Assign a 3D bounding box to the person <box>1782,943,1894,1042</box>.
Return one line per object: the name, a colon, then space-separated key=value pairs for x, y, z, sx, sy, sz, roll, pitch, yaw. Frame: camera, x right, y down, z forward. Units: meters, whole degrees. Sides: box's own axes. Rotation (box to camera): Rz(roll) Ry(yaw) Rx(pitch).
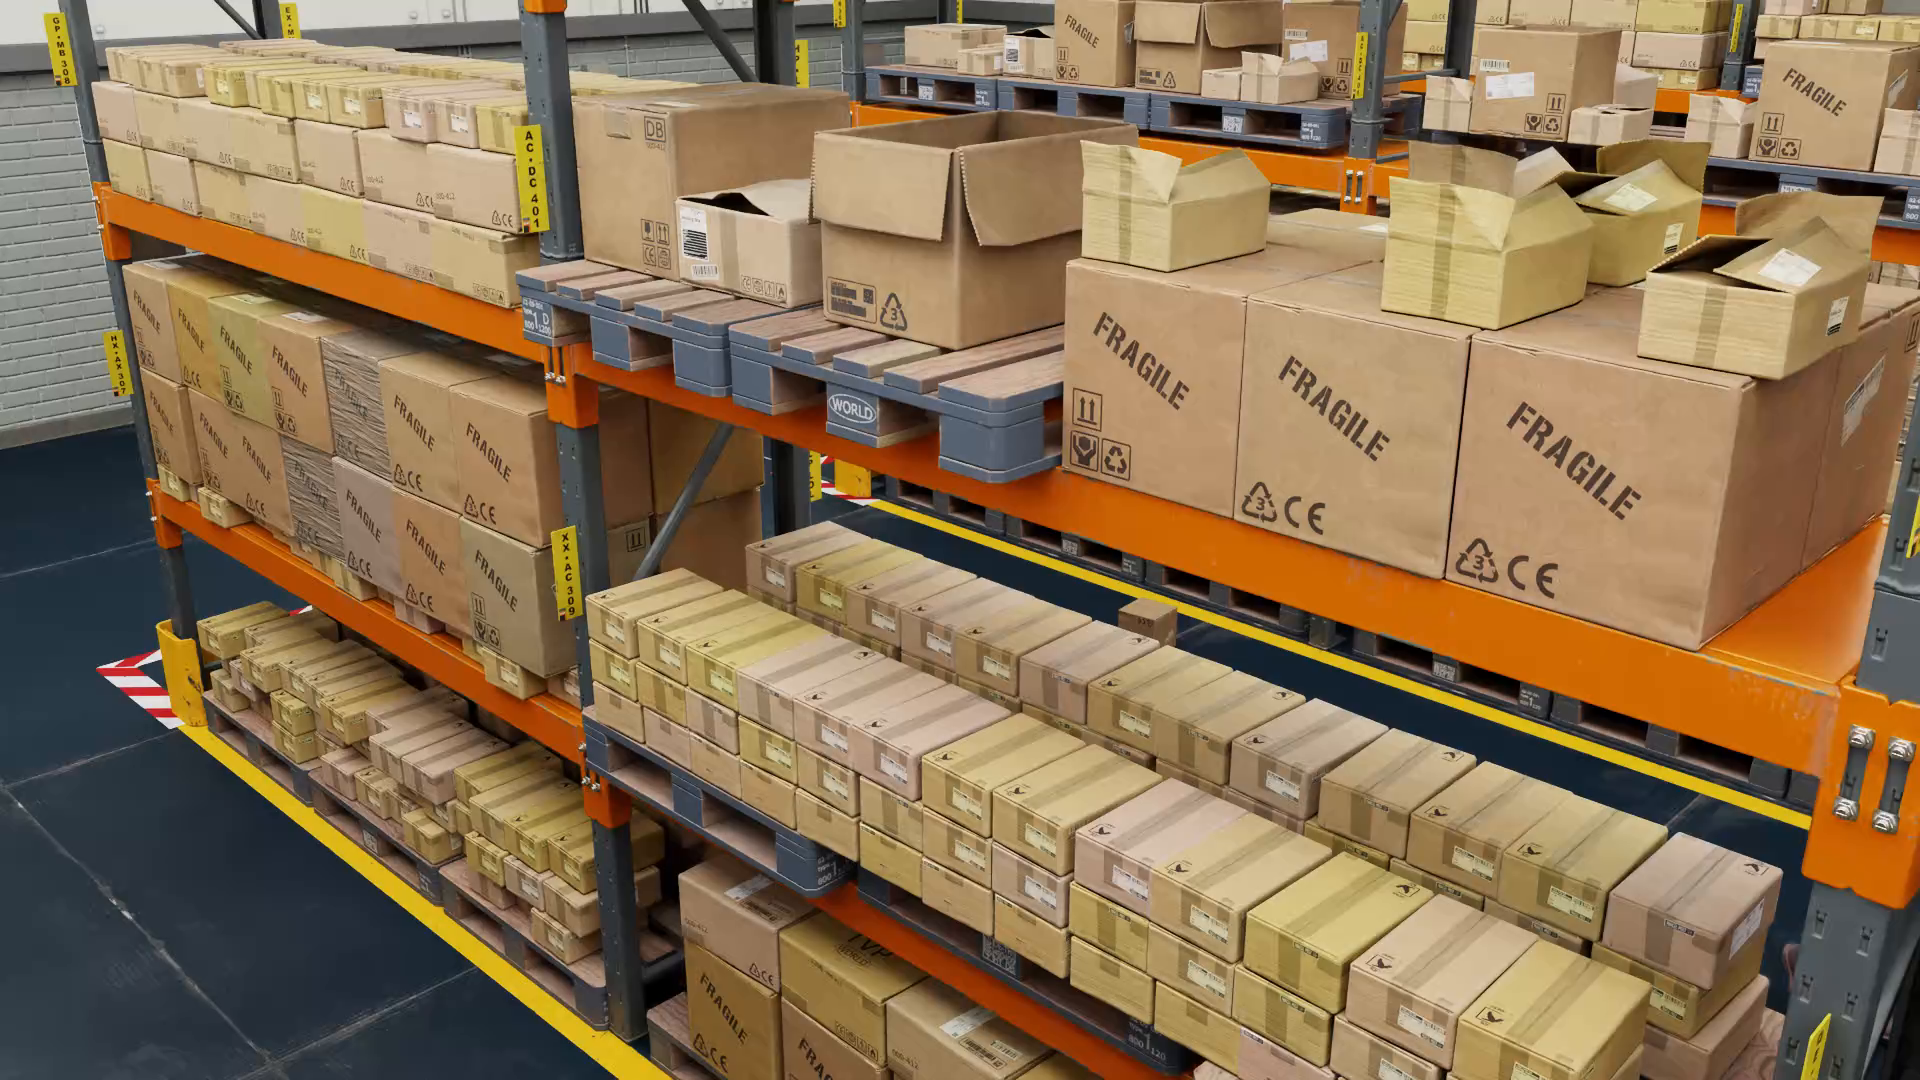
person: x=3.413 y=1.103 z=6.122 sx=0.445 sy=1.636 sz=0.481 roll=-17 pitch=26 yaw=-37
